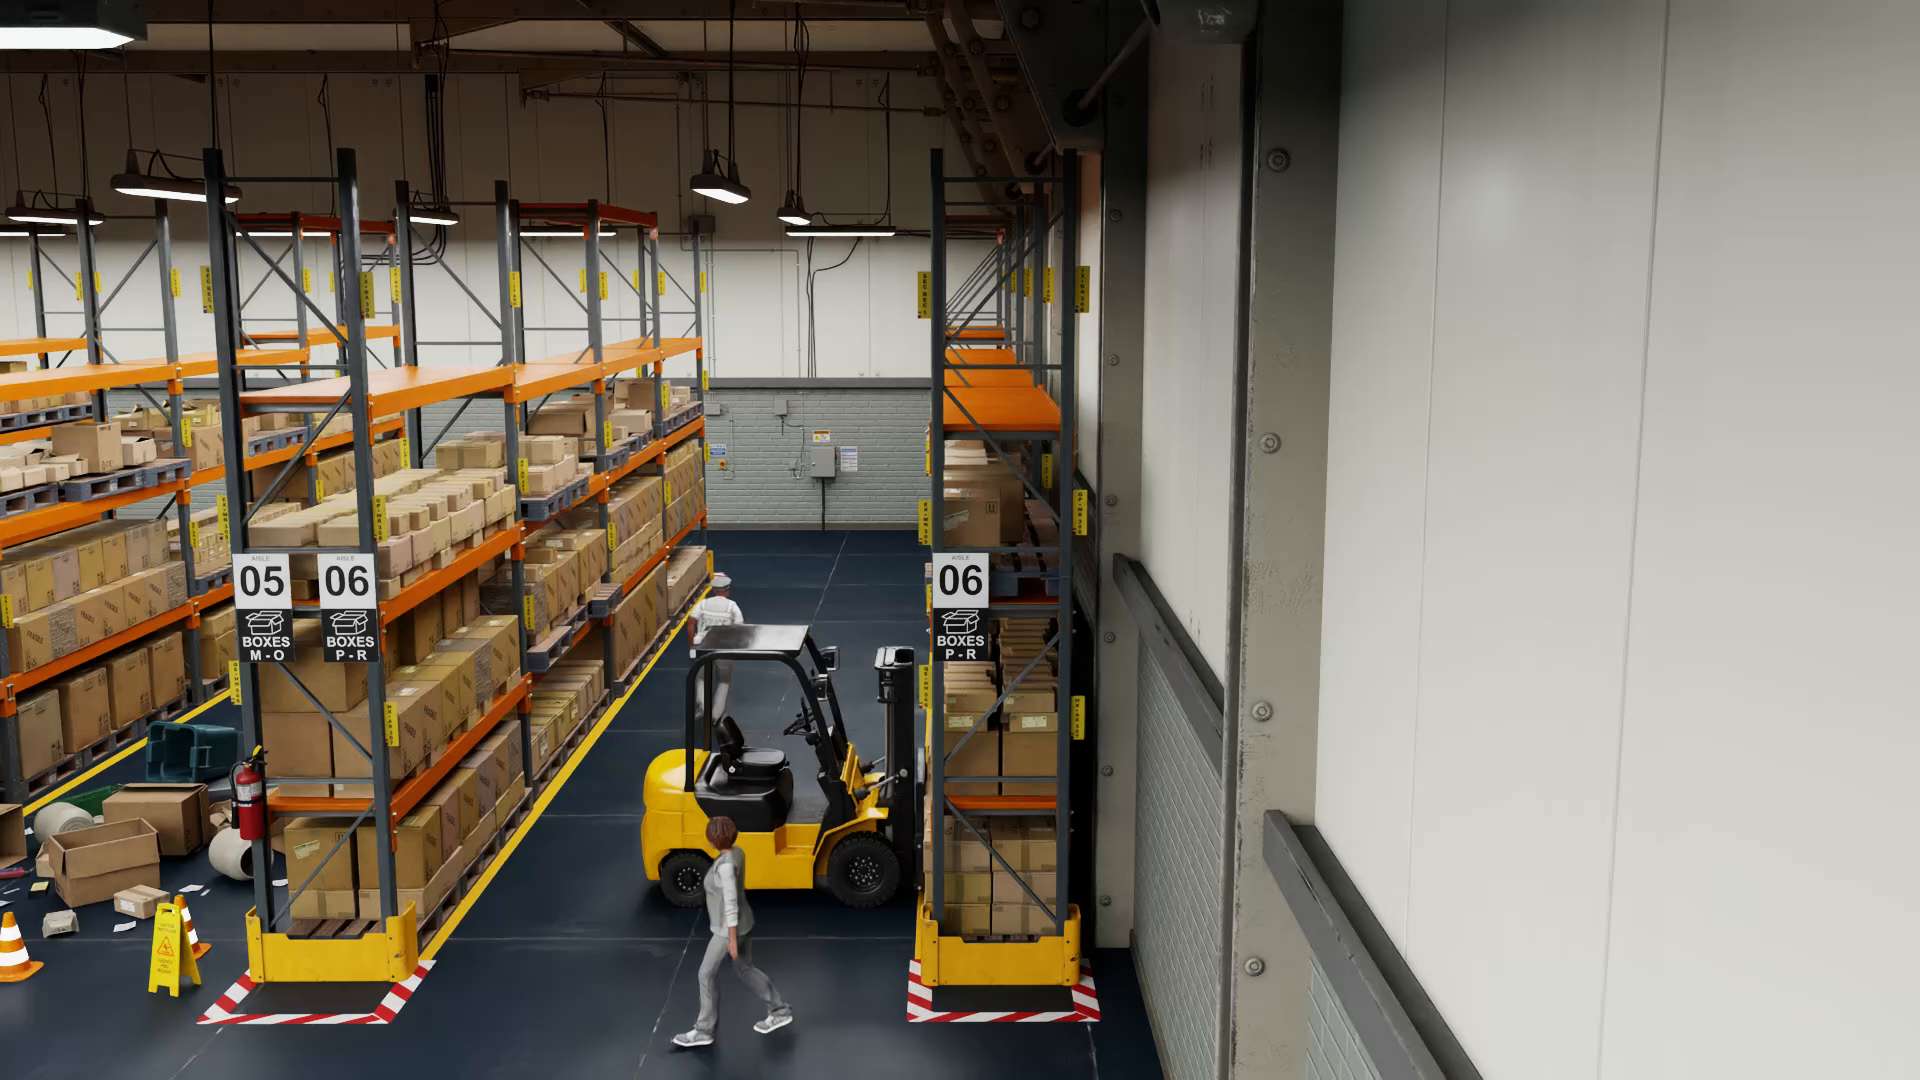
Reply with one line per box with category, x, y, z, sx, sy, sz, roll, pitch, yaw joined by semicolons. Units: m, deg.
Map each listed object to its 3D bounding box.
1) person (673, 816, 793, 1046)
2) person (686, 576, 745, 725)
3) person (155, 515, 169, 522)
person;-1.539;2.619;11.231;0.774;1.557;0.447;0;9;3
person;-2.837;1.274;19.359;0.665;1.655;0.767;0;9;1
person;-11.611;0.470;24.224;0.506;1.646;0.484;2;9;9
